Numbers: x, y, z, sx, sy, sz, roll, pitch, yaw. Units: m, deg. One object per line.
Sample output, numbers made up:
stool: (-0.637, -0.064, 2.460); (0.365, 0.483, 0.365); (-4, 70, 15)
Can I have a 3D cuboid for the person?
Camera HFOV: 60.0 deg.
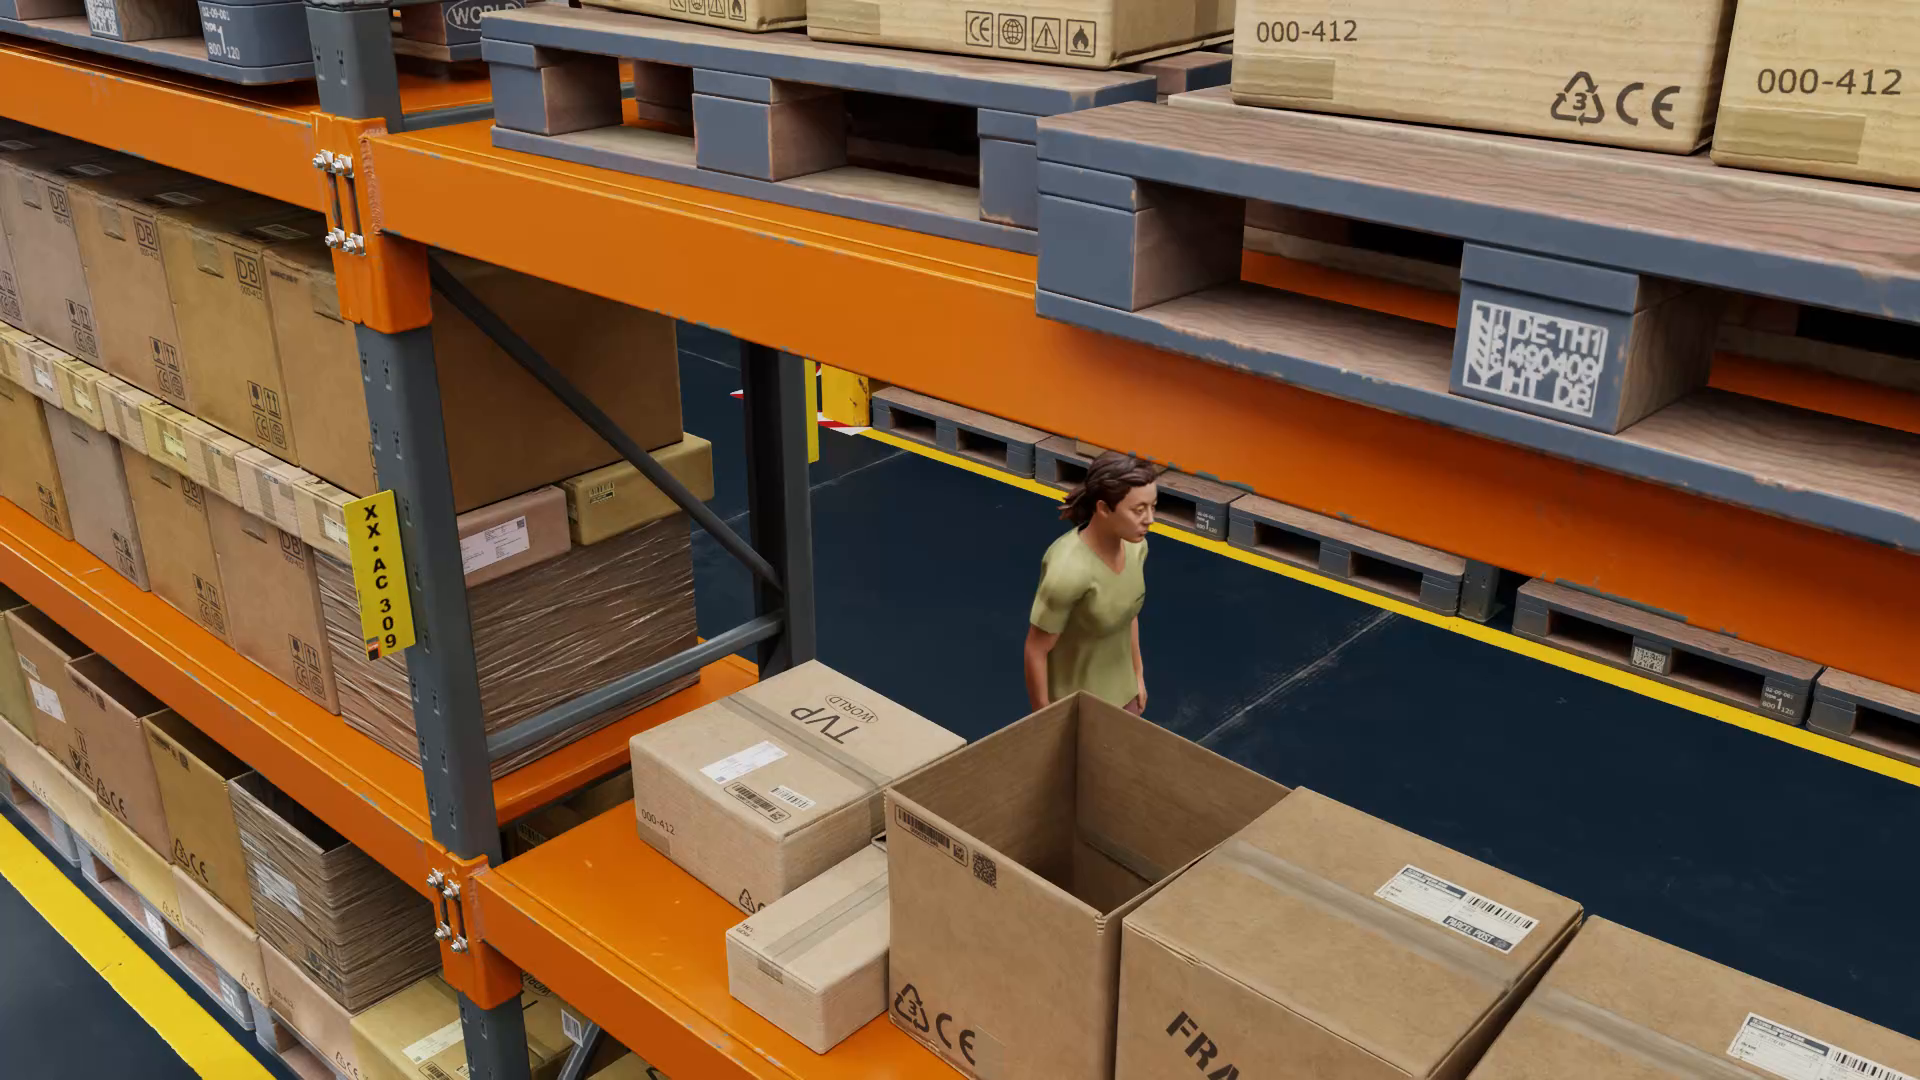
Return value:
person: (0.419, 0.514, 4.950); (0.402, 1.673, 0.500); (20, 31, 37)
